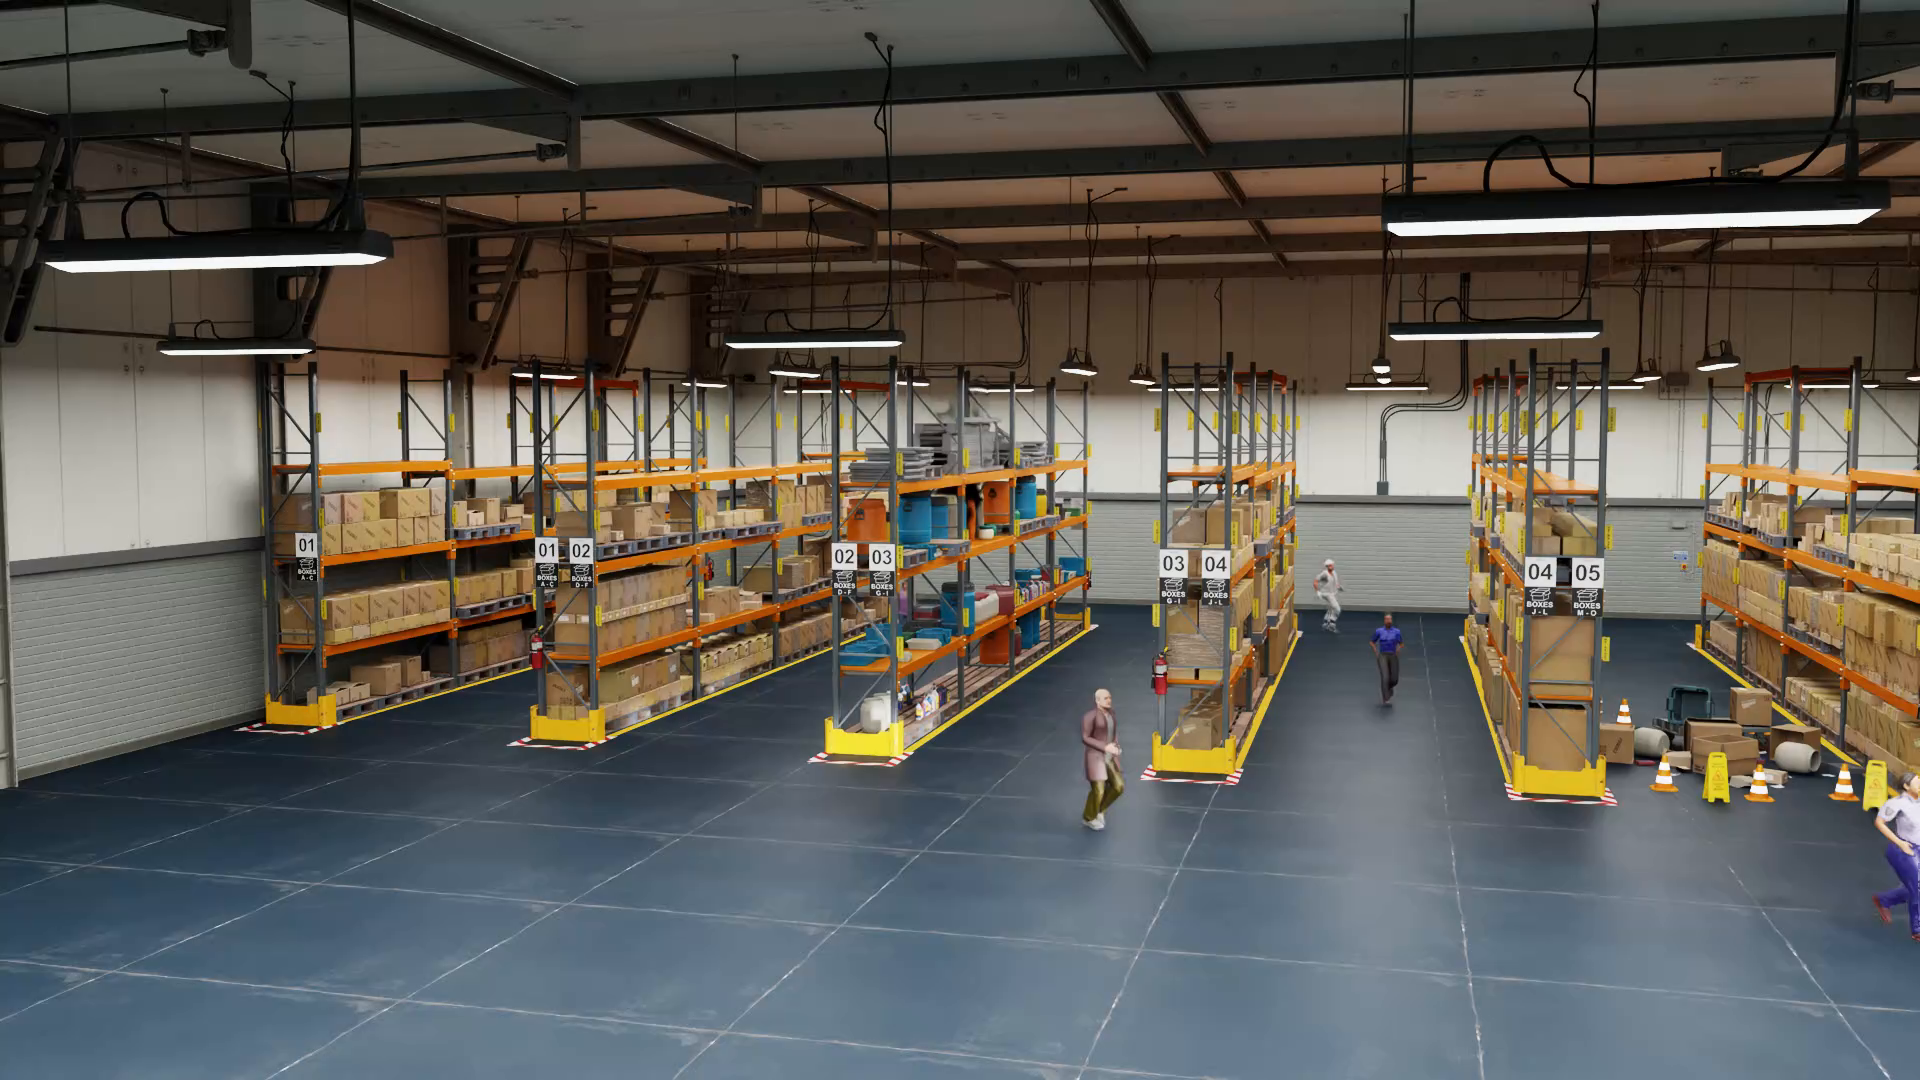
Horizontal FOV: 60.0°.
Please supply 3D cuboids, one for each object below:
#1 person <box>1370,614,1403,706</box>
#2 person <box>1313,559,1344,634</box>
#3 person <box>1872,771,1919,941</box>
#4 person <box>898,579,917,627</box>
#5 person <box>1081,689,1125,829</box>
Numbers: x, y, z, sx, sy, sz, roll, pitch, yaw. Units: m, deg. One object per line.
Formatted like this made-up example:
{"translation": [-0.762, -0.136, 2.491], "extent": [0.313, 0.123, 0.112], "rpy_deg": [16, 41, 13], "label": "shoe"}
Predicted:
{"translation": [7.599, 2.113, 29.618], "extent": [0.580, 1.607, 0.701], "rpy_deg": [0, 4, 6], "label": "person"}
{"translation": [8.773, 1.346, 39.528], "extent": [0.651, 1.797, 0.722], "rpy_deg": [4, 6, 44], "label": "person"}
{"translation": [9.180, 3.051, 16.142], "extent": [0.615, 1.632, 0.764], "rpy_deg": [-2, 5, -30], "label": "person"}
{"translation": [-1.206, 1.650, 36.410], "extent": [0.509, 1.545, 0.634], "rpy_deg": [0, 4, -1], "label": "person"}
{"translation": [1.779, 2.697, 20.406], "extent": [0.731, 1.757, 0.684], "rpy_deg": [-3, 5, -40], "label": "person"}
